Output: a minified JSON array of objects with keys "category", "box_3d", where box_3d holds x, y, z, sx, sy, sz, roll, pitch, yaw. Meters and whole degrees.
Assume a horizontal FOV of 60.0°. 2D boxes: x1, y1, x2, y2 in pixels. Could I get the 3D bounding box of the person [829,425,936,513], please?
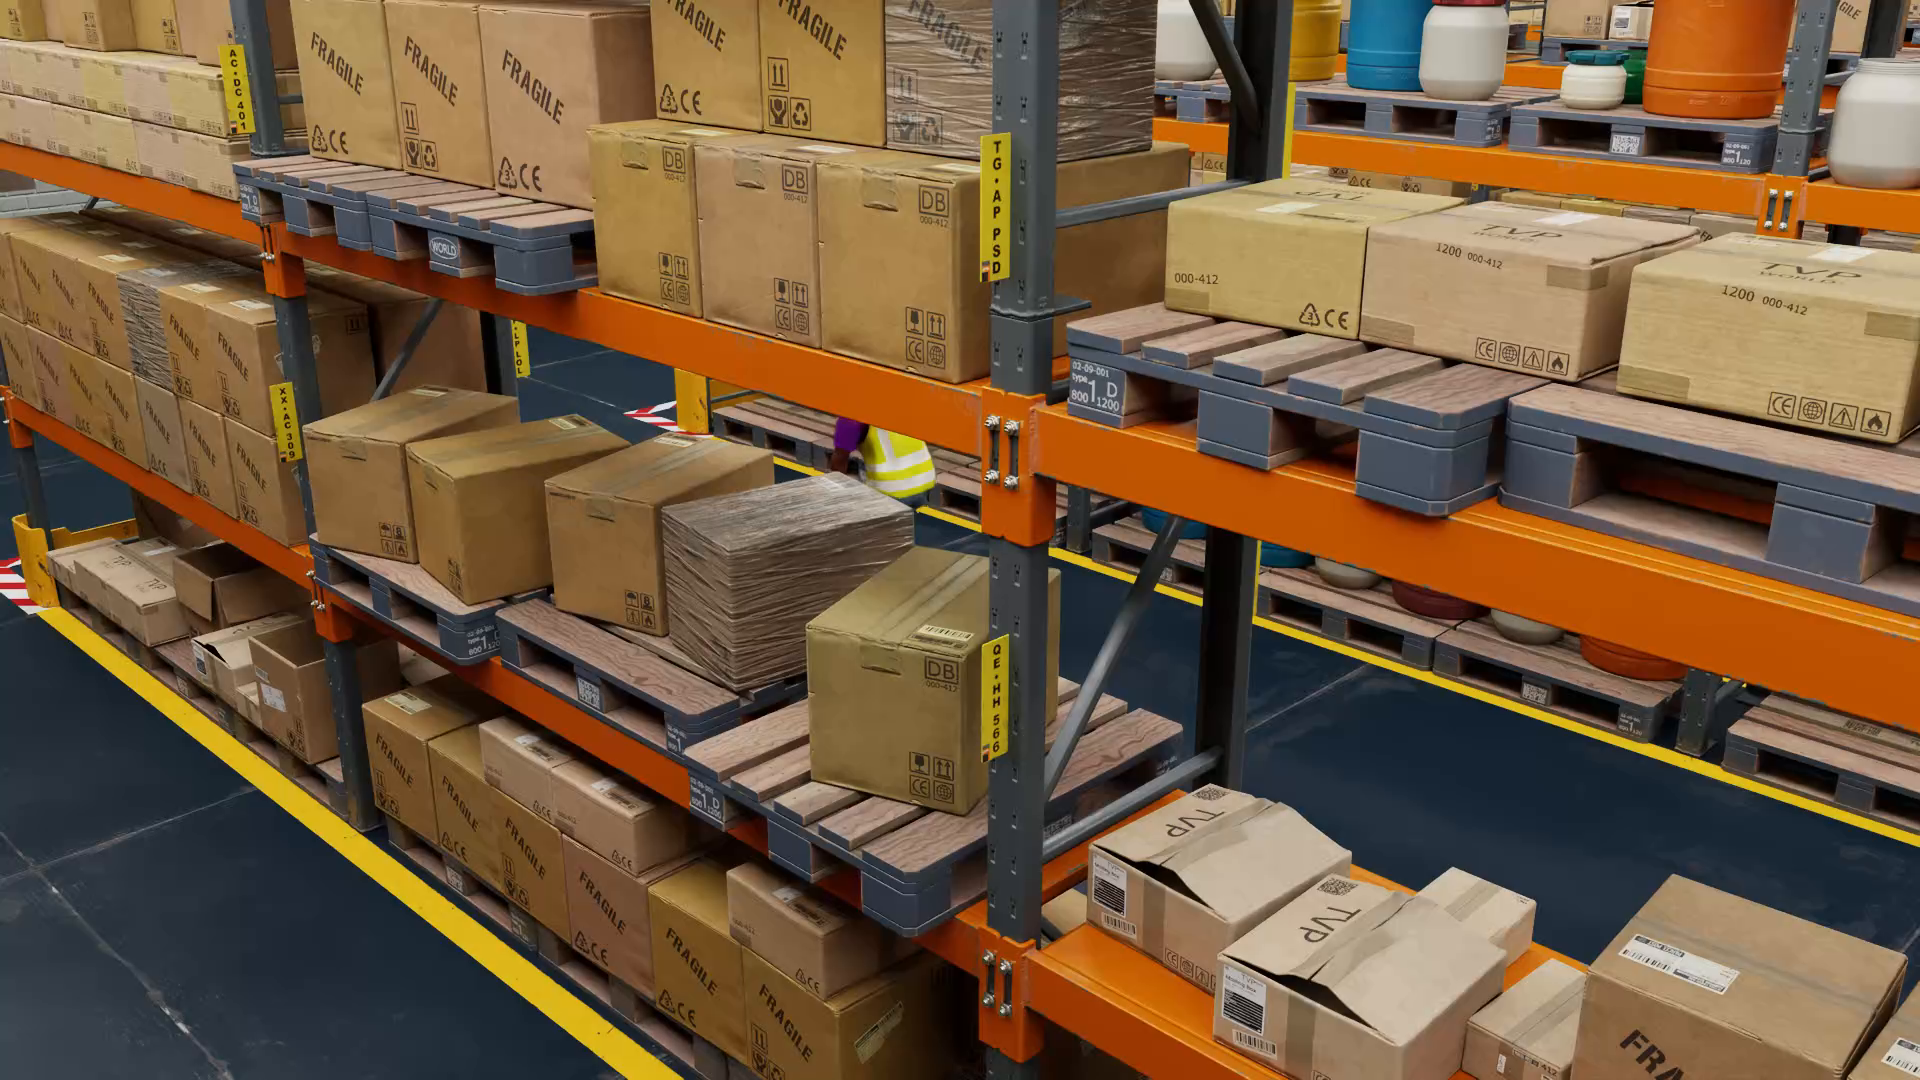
[{"category":"person","box_3d":[5.198,-7.413,18.068,23.245,9.003,7.215,-19,28,-41]}]
